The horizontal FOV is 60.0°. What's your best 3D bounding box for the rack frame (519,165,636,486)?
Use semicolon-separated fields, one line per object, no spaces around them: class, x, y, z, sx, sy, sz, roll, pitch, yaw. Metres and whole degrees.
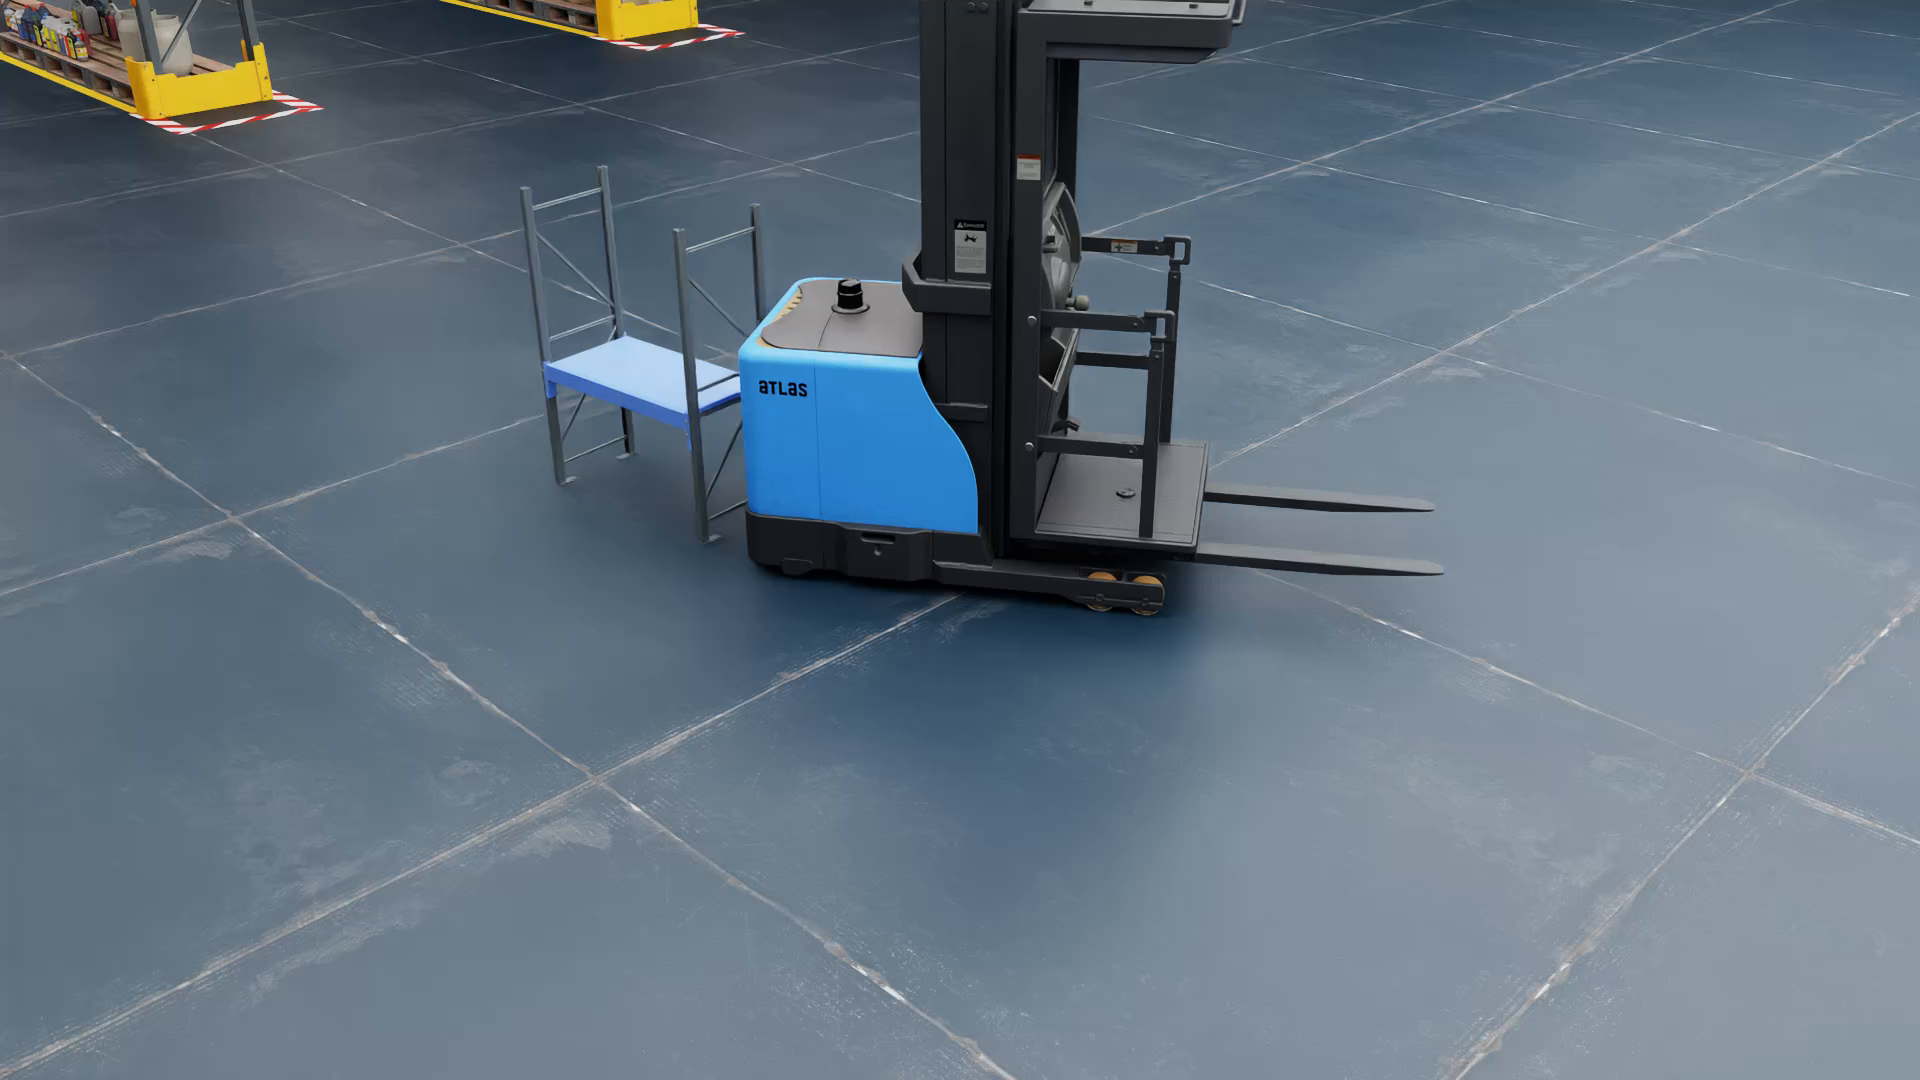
rack frame;-1.844;-1.026;8.089;0.032;1.500;0.500;20;34;33

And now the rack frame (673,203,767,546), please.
rack frame;-1.047;-0.732;7.530;0.032;1.500;0.500;20;34;33

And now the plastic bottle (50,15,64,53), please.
plastic bottle;-8.879;-4.997;16.404;0.144;0.351;0.185;-24;36;-37

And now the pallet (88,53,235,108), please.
pallet;-7.544;-4.374;15.841;1.213;0.211;1.003;25;36;38

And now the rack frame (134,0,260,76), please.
rack frame;-6.881;-5.332;14.667;0.127;3.000;1.000;25;36;38

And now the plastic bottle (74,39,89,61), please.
plastic bottle;-8.498;-4.742;16.079;0.097;0.201;0.097;0;28;0

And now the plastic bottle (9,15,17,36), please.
plastic bottle;-9.741;-5.310;17.160;0.097;0.201;0.097;0;28;0

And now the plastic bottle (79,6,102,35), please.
plastic bottle;-9.021;-5.392;17.235;0.135;0.276;0.152;25;36;38

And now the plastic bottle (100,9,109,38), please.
plastic bottle;-8.759;-5.304;17.061;0.133;0.283;0.061;25;36;38

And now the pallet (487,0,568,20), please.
pallet;-4.883;-6.441;19.772;1.213;0.211;1.003;25;36;38

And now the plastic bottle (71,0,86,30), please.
plastic bottle;-9.173;-5.497;17.354;0.185;0.351;0.144;25;36;38

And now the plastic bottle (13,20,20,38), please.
plastic bottle;-9.669;-5.277;17.097;0.097;0.201;0.097;0;28;0

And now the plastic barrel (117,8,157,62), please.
plastic barrel;-7.762;-4.769;15.819;0.421;0.512;0.421;0;28;0

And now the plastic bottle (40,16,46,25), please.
plastic bottle;-9.183;-5.126;16.734;0.097;0.271;0.097;0;28;0

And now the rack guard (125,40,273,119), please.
rack guard;-6.968;-4.235;15.266;0.348;0.500;1.175;25;36;38

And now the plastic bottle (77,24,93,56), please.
plastic bottle;-8.585;-4.905;16.301;0.133;0.283;0.061;25;36;38

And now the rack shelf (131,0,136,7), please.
rack shelf;-8.307;-5.666;16.075;4.000;0.370;1.077;25;36;38

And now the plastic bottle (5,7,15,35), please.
plastic bottle;-9.814;-5.375;17.207;0.097;0.271;0.097;0;28;0

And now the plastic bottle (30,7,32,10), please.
plastic bottle;-9.490;-5.319;17.089;0.133;0.283;0.061;25;36;38

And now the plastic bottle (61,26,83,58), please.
plastic bottle;-8.659;-4.866;16.235;0.135;0.276;0.152;25;37;39

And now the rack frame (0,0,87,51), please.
rack frame;-9.734;-6.637;17.149;0.127;3.000;1.000;25;36;38

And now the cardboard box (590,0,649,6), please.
cardboard box;-3.842;-6.264;18.675;0.500;0.500;0.500;-18;33;-30

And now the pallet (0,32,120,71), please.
pallet;-9.284;-5.170;17.355;1.213;0.211;1.003;25;36;38

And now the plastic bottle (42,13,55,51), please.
plastic bottle;-9.011;-5.058;16.519;0.185;0.351;0.144;24;36;38

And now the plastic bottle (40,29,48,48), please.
plastic bottle;-9.129;-5.030;16.627;0.097;0.201;0.097;0;28;0

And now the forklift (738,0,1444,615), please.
forklift;0.614;-1.243;6.965;3.031;2.935;1.130;5;28;9

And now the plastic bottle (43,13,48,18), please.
plastic bottle;-9.261;-5.216;16.905;0.097;0.271;0.097;0;28;0

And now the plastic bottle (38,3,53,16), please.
plastic bottle;-9.348;-5.306;16.991;0.185;0.351;0.144;25;36;38

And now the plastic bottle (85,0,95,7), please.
plastic bottle;-9.072;-5.545;17.445;0.185;0.351;0.144;23;36;37

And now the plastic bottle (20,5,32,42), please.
plastic bottle;-9.449;-5.258;16.900;0.144;0.351;0.185;-24;36;-38

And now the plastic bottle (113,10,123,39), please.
plastic bottle;-8.592;-5.289;17.040;0.152;0.276;0.135;-25;36;-38

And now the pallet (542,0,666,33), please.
pallet;-4.018;-6.043;19.015;1.213;0.211;1.003;25;36;38

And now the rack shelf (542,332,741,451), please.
rack shelf;-1.445;-0.720;7.894;1.000;0.185;0.538;20;34;33

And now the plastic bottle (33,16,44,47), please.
plastic bottle;-9.226;-5.099;16.670;0.061;0.283;0.133;-23;36;-37

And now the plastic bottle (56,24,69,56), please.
plastic bottle;-8.758;-4.911;16.321;0.135;0.276;0.152;23;36;37

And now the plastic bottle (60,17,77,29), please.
plastic bottle;-8.925;-5.082;16.646;0.135;0.276;0.152;25;36;38

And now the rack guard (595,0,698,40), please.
rack guard;-3.463;-5.894;18.422;0.348;0.500;1.175;25;36;38

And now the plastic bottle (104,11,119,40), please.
plastic bottle;-8.666;-5.257;16.971;0.133;0.283;0.061;25;36;38

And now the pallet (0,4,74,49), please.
pallet;-10.321;-5.646;18.261;1.213;0.211;1.003;25;36;38

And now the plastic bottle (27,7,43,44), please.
plastic bottle;-9.314;-5.197;16.783;0.185;0.351;0.144;23;35;36

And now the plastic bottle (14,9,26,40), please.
plastic bottle;-9.564;-5.280;17.023;0.152;0.276;0.135;-24;36;-37

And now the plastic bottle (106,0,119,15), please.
plastic bottle;-8.705;-5.377;17.126;0.185;0.351;0.144;24;36;38

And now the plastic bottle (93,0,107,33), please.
plastic bottle;-8.935;-5.482;17.326;0.185;0.351;0.144;22;35;36

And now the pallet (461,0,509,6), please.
pallet;-5.757;-6.839;20.530;1.213;0.211;1.003;25;36;38

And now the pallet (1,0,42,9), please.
pallet;-11.195;-6.044;19.018;1.213;0.211;1.003;25;36;38

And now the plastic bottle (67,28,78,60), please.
plastic bottle;-8.594;-4.810;16.121;0.061;0.283;0.133;-24;36;-38

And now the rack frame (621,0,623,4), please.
rack frame;-3.409;-6.975;17.793;0.127;3.000;1.000;25;36;38

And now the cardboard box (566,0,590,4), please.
cardboard box;-4.293;-6.448;19.024;0.500;0.500;0.500;-15;31;-27

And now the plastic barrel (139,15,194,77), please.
plastic barrel;-7.404;-4.606;15.508;0.421;0.512;0.421;0;28;0

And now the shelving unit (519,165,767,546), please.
shelving unit;-1.445;-0.879;7.810;1.048;1.500;0.538;20;34;33

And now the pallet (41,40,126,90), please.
pallet;-8.410;-4.772;16.598;1.213;0.211;1.003;25;36;38
